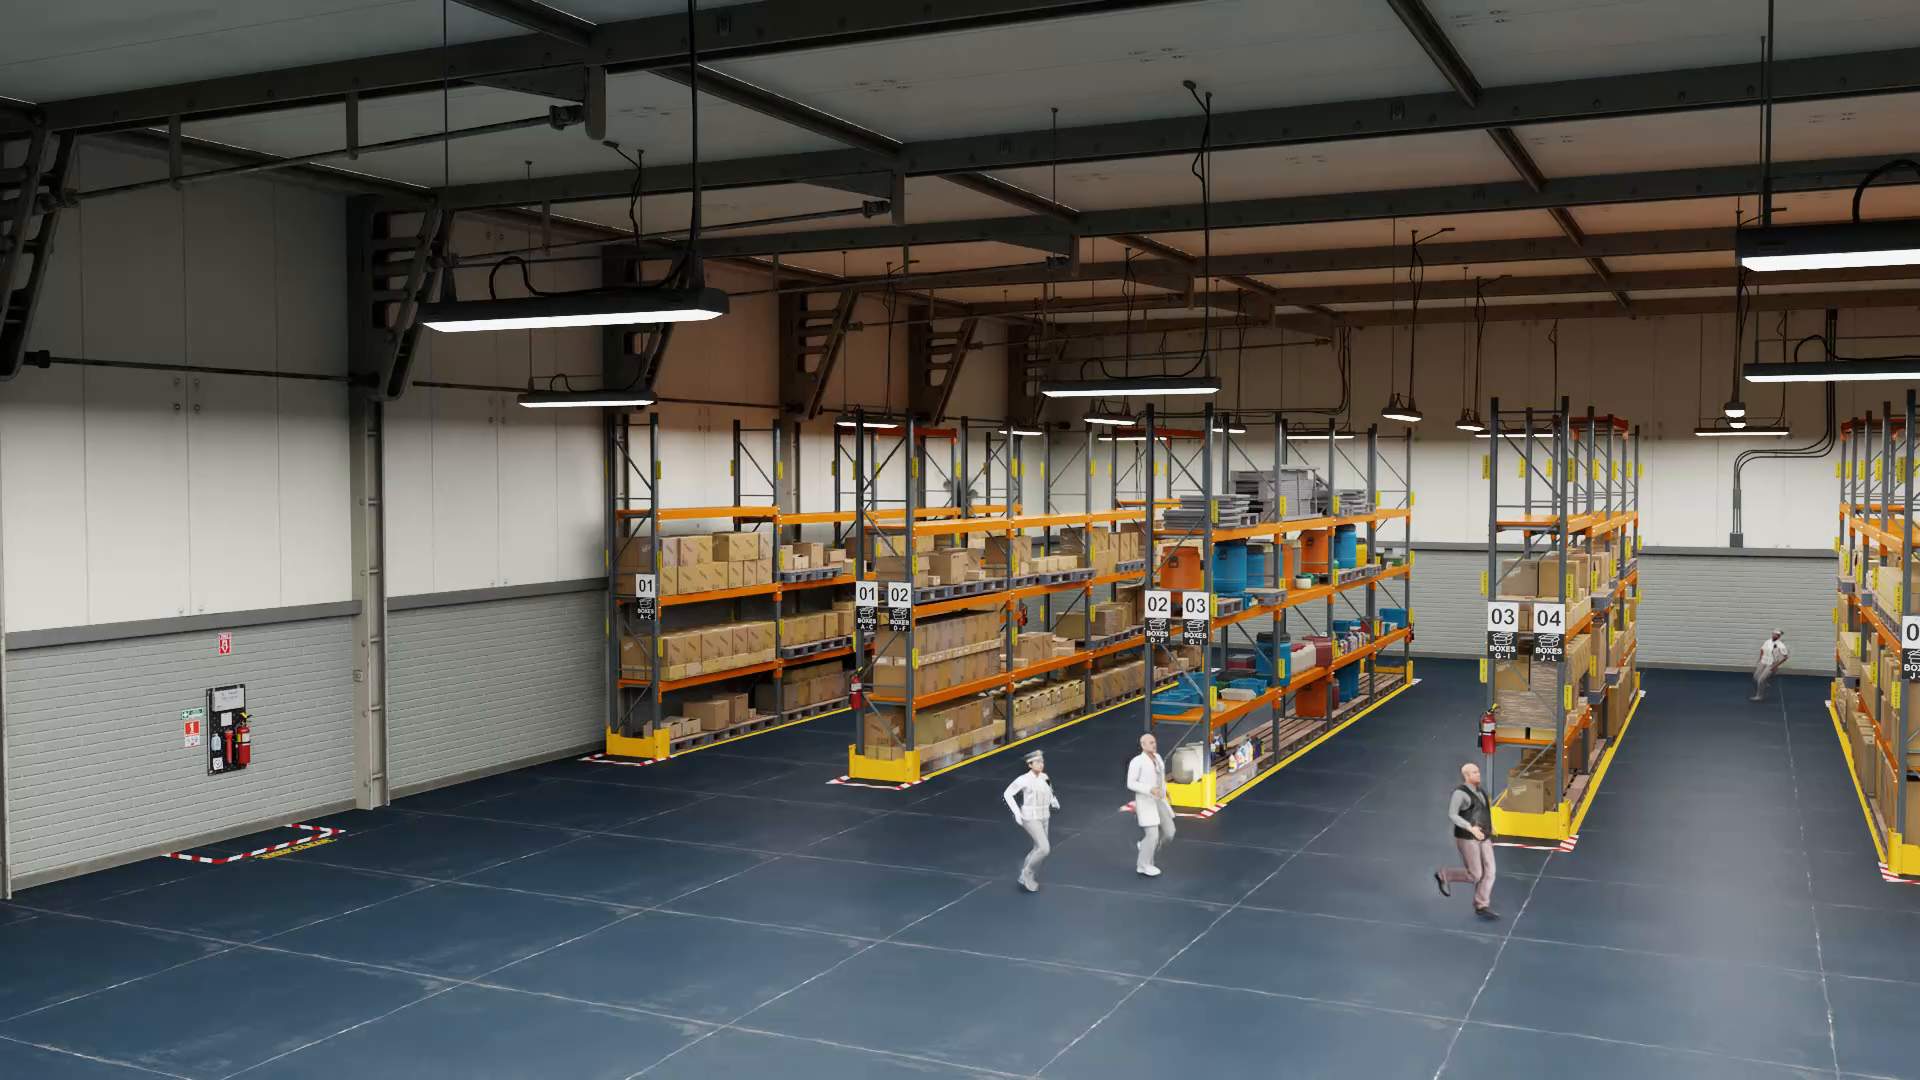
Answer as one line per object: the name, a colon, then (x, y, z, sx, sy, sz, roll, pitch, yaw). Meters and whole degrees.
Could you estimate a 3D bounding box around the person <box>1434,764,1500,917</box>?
person: (5.770, 3.370, 18.780, 0.661, 1.692, 0.778, -2, 3, -39)

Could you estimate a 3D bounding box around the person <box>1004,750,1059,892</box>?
person: (0.918, 3.322, 19.710, 0.593, 1.670, 0.644, -2, 3, -45)

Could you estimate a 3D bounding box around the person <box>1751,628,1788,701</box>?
person: (17.460, 2.683, 35.883, 0.528, 1.596, 0.670, -1, 3, -21)

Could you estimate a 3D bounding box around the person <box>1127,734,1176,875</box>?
person: (2.388, 3.263, 20.508, 0.702, 1.730, 0.649, -2, 3, -40)
